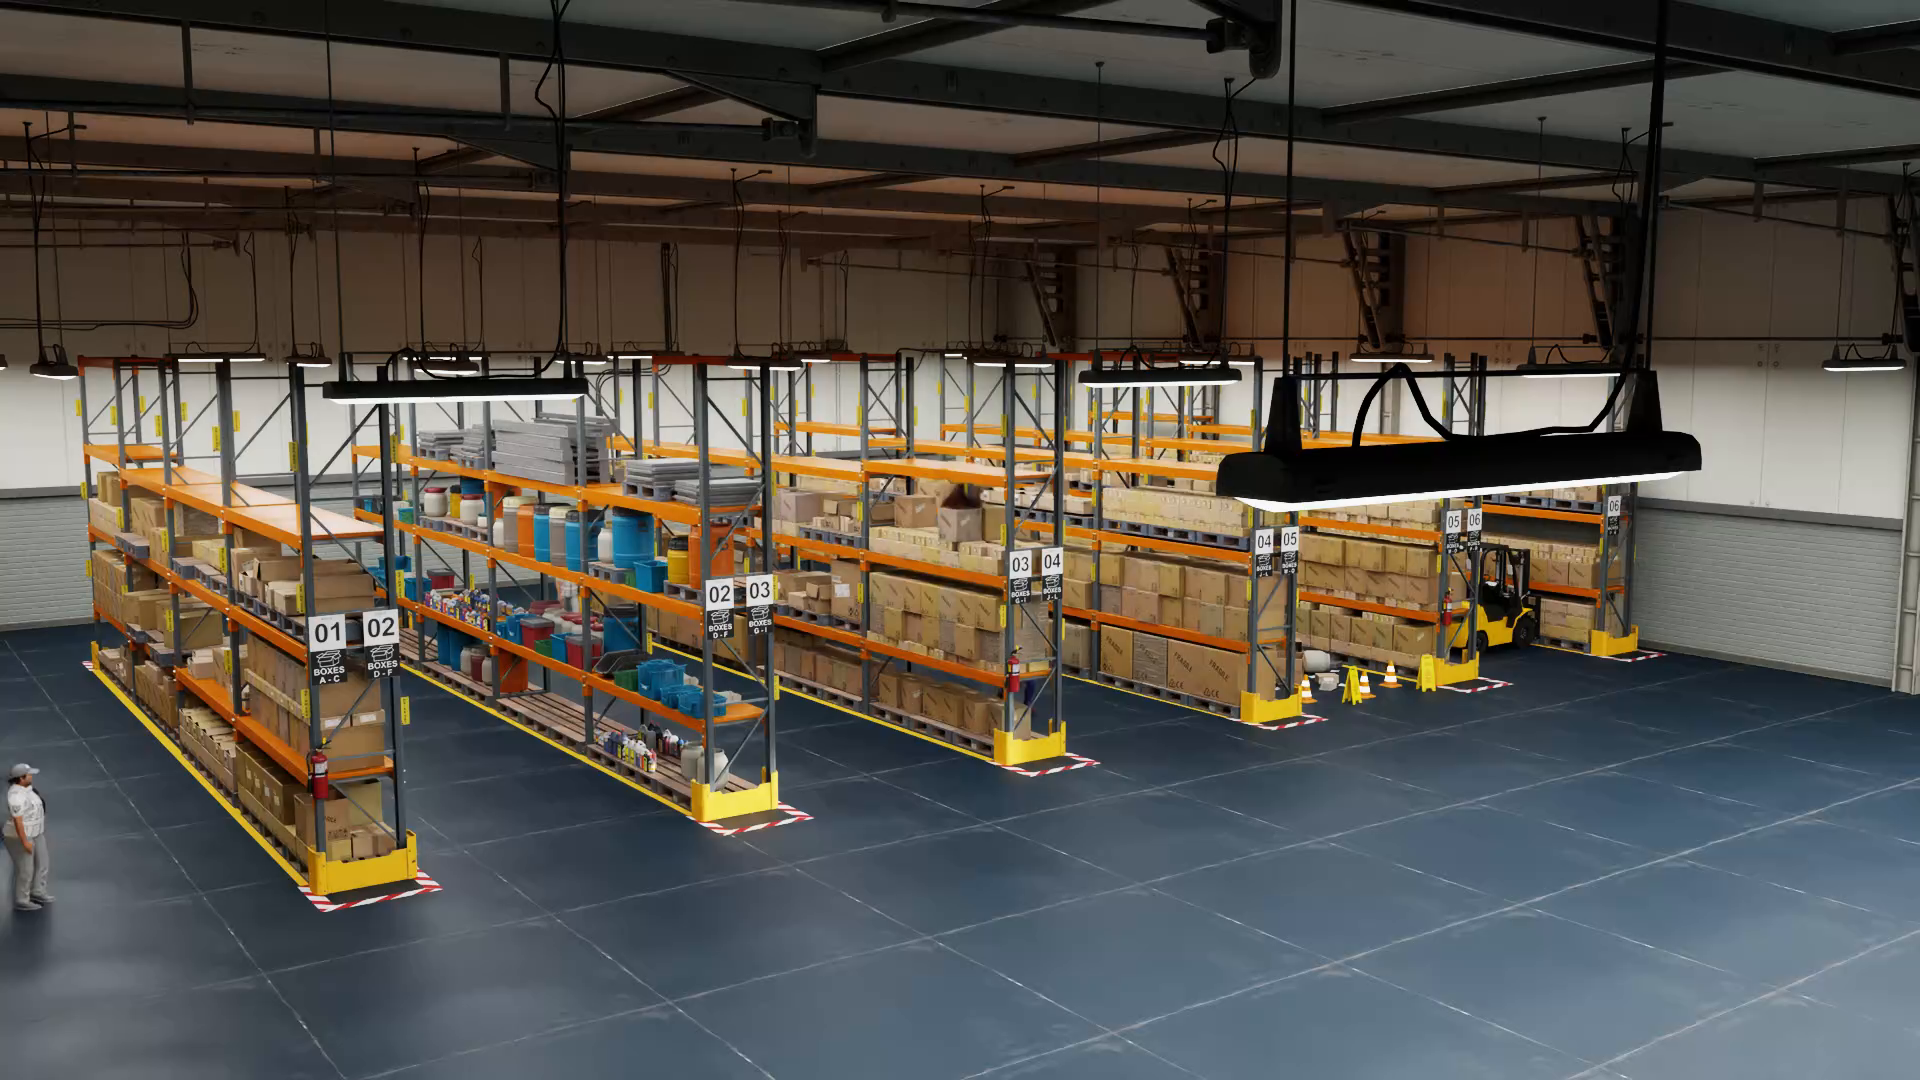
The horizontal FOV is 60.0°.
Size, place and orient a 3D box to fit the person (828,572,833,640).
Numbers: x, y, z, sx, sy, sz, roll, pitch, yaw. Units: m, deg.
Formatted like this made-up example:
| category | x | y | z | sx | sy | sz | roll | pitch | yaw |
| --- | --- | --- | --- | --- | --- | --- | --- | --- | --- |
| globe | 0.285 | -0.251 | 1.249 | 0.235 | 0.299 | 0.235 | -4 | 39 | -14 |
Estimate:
| category | x | y | z | sx | sy | sz | roll | pitch | yaw |
| --- | --- | --- | --- | --- | --- | --- | --- | --- | --- |
| person | -2.480 | 1.265 | 34.492 | 0.624 | 1.723 | 1.068 | -4 | 8 | -30 |

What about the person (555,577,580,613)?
| category | x | y | z | sx | sy | sz | roll | pitch | yaw |
| --- | --- | --- | --- | --- | --- | --- | --- | --- | --- |
| person | -8.348 | 1.150 | 35.516 | 0.572 | 1.716 | 1.039 | -5 | 8 | -33 |

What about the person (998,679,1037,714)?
| category | x | y | z | sx | sy | sz | roll | pitch | yaw |
| --- | --- | --- | --- | --- | --- | --- | --- | --- | --- |
| person | 1.005 | 2.124 | 28.175 | 0.554 | 1.585 | 0.674 | -6 | 9 | -41 |

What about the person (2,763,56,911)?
| category | x | y | z | sx | sy | sz | roll | pitch | yaw |
| --- | --- | --- | --- | --- | --- | --- | --- | --- | --- |
| person | -10.388 | 3.288 | 18.486 | 0.413 | 1.658 | 0.557 | 0 | 7 | 0 |
